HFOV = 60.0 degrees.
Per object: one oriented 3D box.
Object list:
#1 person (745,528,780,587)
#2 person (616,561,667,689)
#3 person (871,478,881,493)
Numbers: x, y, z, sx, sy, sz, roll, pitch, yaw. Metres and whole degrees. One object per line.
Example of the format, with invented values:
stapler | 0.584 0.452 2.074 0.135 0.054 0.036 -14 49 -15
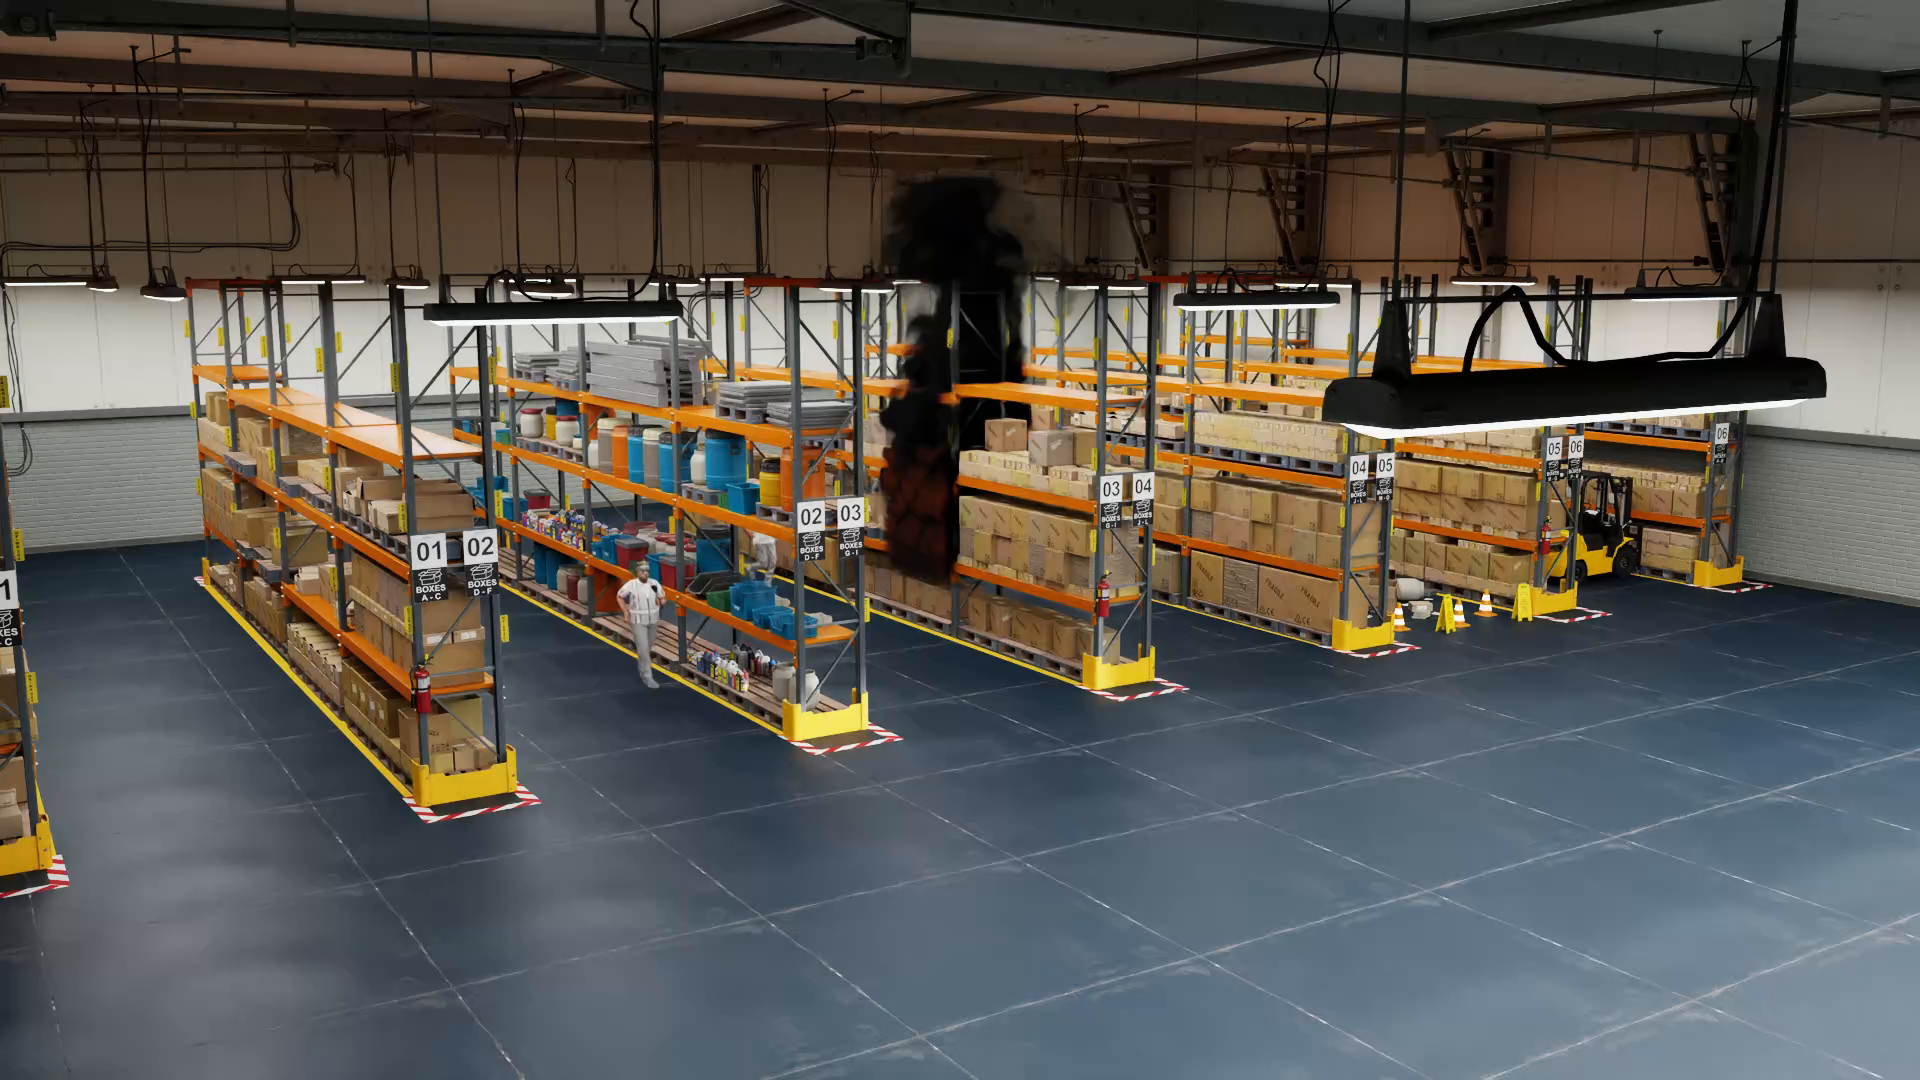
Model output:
person | -3.645 0.062 30.689 0.669 1.759 0.680 -9 13 -43
person | -4.509 1.191 23.833 0.662 1.828 0.923 -7 12 -35
person | -2.010 -1.565 42.353 0.543 1.681 0.611 -5 11 -27
